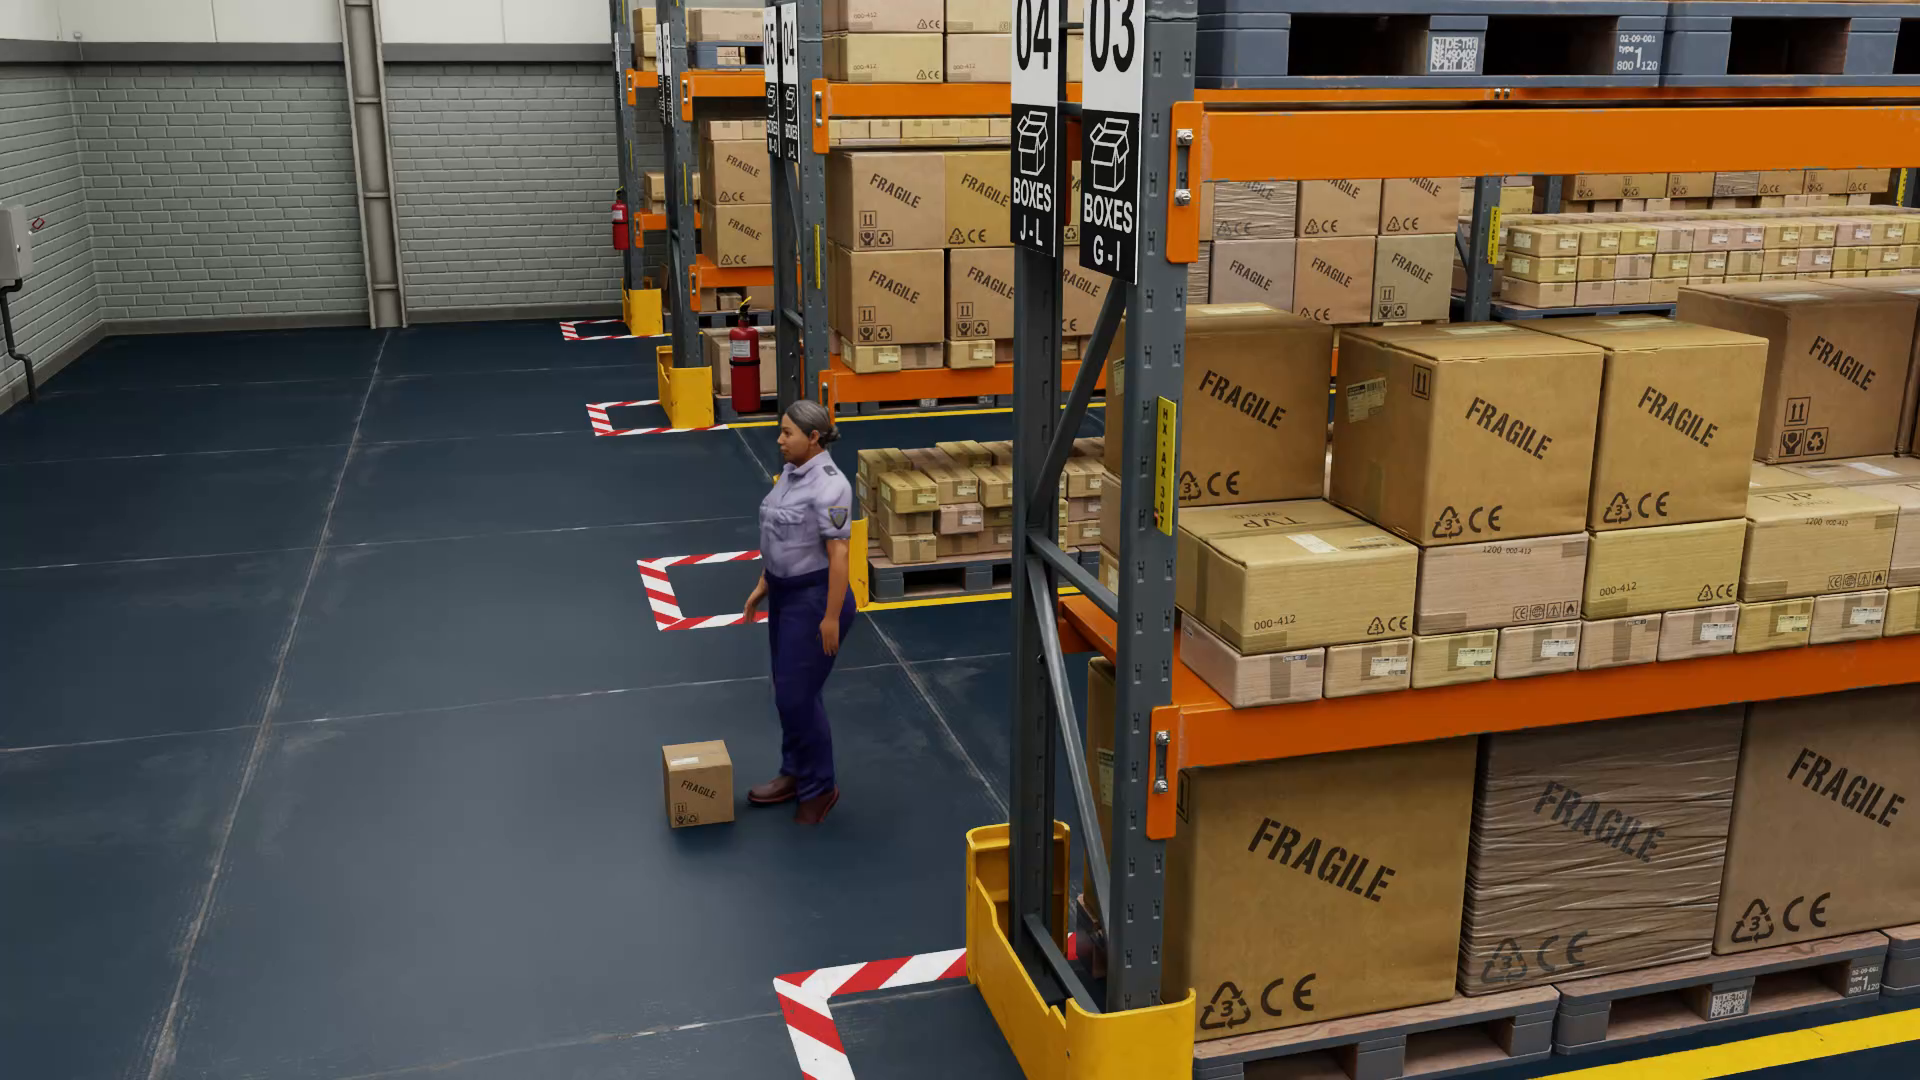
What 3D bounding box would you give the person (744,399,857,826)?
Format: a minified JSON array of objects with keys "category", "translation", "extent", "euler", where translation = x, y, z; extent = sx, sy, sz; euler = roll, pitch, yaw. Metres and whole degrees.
[{"category":"person","translation":[-0.644,0.307,6.599],"extent":[0.425,1.738,0.529],"euler":[-7,18,-24]}]
